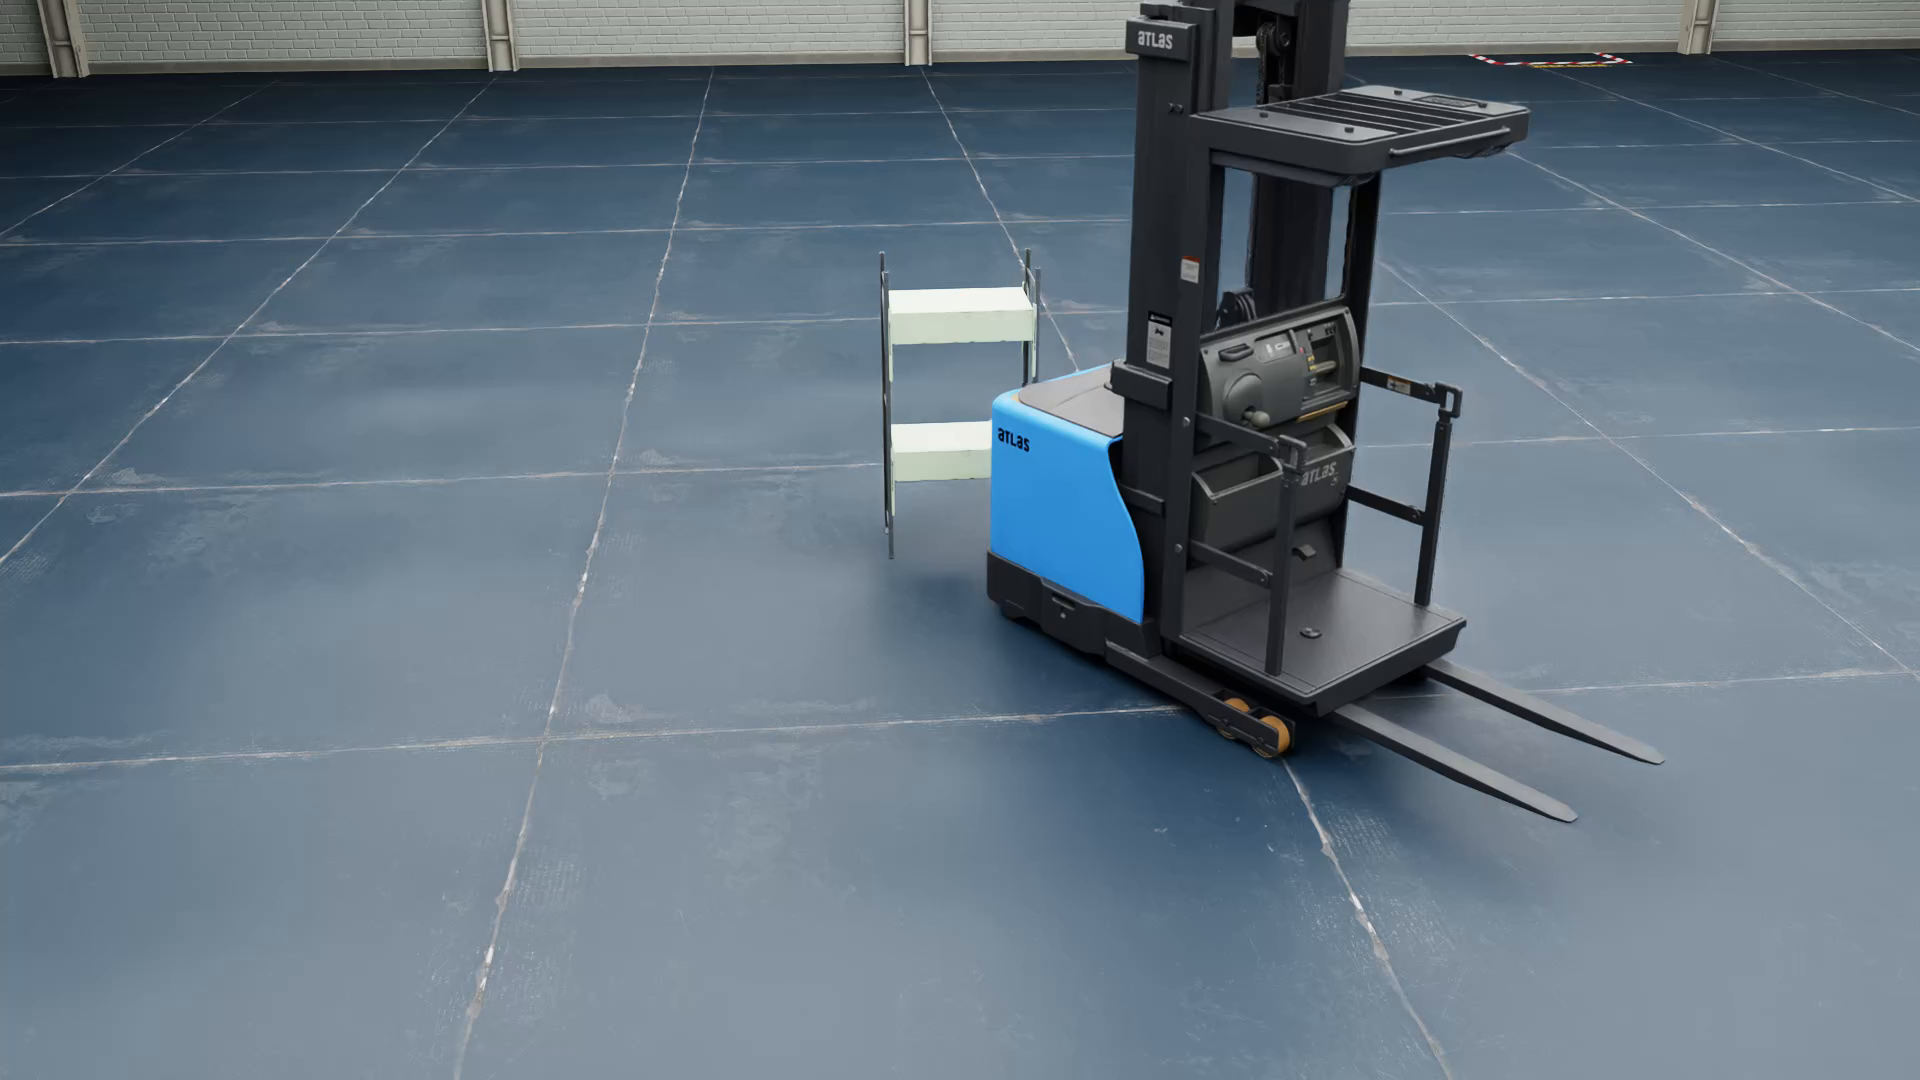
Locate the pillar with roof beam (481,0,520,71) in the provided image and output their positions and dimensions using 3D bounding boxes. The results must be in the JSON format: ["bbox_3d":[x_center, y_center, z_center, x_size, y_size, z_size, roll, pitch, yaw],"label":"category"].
[{"bbox_3d":[-6.169,-9.178,18.321,0.400,9.000,9.100,-2,24,-5],"label":"pillar with roof beam"}]

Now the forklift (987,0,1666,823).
[{"bbox_3d":[1.460,-0.686,6.684,1.130,2.935,3.031,-19,30,-36],"label":"forklift"}]

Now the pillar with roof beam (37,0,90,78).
[{"bbox_3d":[-12.140,-8.939,17.782,0.400,9.000,9.100,-2,24,-5],"label":"pillar with roof beam"}]

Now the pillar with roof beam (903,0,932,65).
[{"bbox_3d":[-0.198,-9.418,18.859,0.400,9.000,9.100,-2,24,-5],"label":"pillar with roof beam"}]

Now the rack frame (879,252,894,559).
[{"bbox_3d":[-0.371,-0.670,8.412,0.023,1.500,0.400,-2,24,-5],"label":"rack frame"}]

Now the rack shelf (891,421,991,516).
[{"bbox_3d":[-0.007,-0.387,8.577,0.720,0.370,0.431,-2,24,-5],"label":"rack shelf"}]

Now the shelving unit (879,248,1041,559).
[{"bbox_3d":[-0.007,-0.685,8.445,0.755,1.500,0.431,-2,24,-5],"label":"shelving unit"}]

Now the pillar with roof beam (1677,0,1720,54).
[{"bbox_3d":[11.744,-9.897,19.937,0.400,9.000,9.100,-2,24,-5],"label":"pillar with roof beam"}]

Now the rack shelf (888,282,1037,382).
[{"bbox_3d":[-0.007,-1.042,8.286,0.720,0.370,0.431,-2,24,-5],"label":"rack shelf"}]

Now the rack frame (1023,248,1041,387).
[{"bbox_3d":[0.358,-0.700,8.478,0.023,1.500,0.400,-2,24,-5],"label":"rack frame"}]
